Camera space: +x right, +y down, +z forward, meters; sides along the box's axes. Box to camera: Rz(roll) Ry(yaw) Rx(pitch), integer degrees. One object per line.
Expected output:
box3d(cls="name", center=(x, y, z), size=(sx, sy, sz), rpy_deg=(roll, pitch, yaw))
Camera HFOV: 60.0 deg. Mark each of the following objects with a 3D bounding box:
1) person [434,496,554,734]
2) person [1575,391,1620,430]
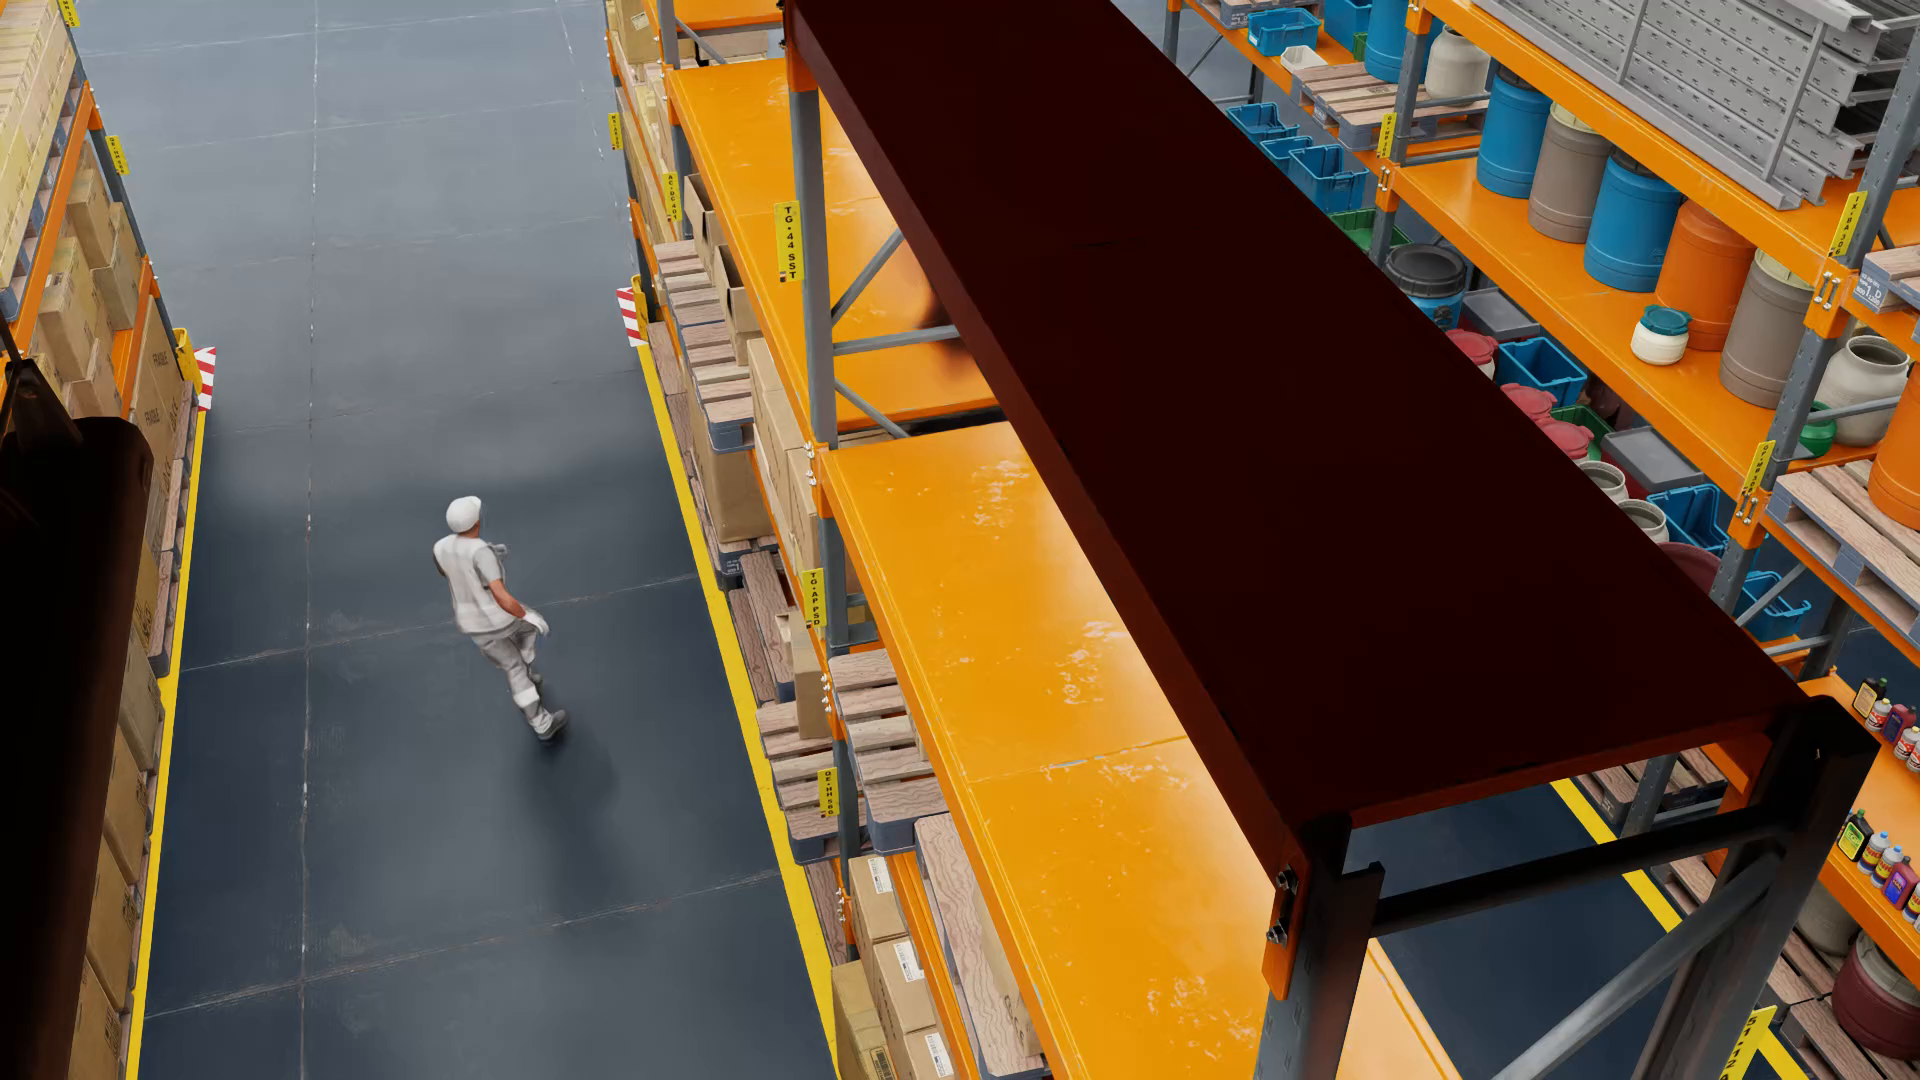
box3d(cls="person", center=(-2.246, -1.772, 13.610), size=(1.720, 1.614, 7.960), rpy_deg=(3, 38, 4))
box3d(cls="person", center=(4.977, -1.136, 12.798), size=(0.605, 1.612, 0.962), rpy_deg=(-8, 39, -10))
